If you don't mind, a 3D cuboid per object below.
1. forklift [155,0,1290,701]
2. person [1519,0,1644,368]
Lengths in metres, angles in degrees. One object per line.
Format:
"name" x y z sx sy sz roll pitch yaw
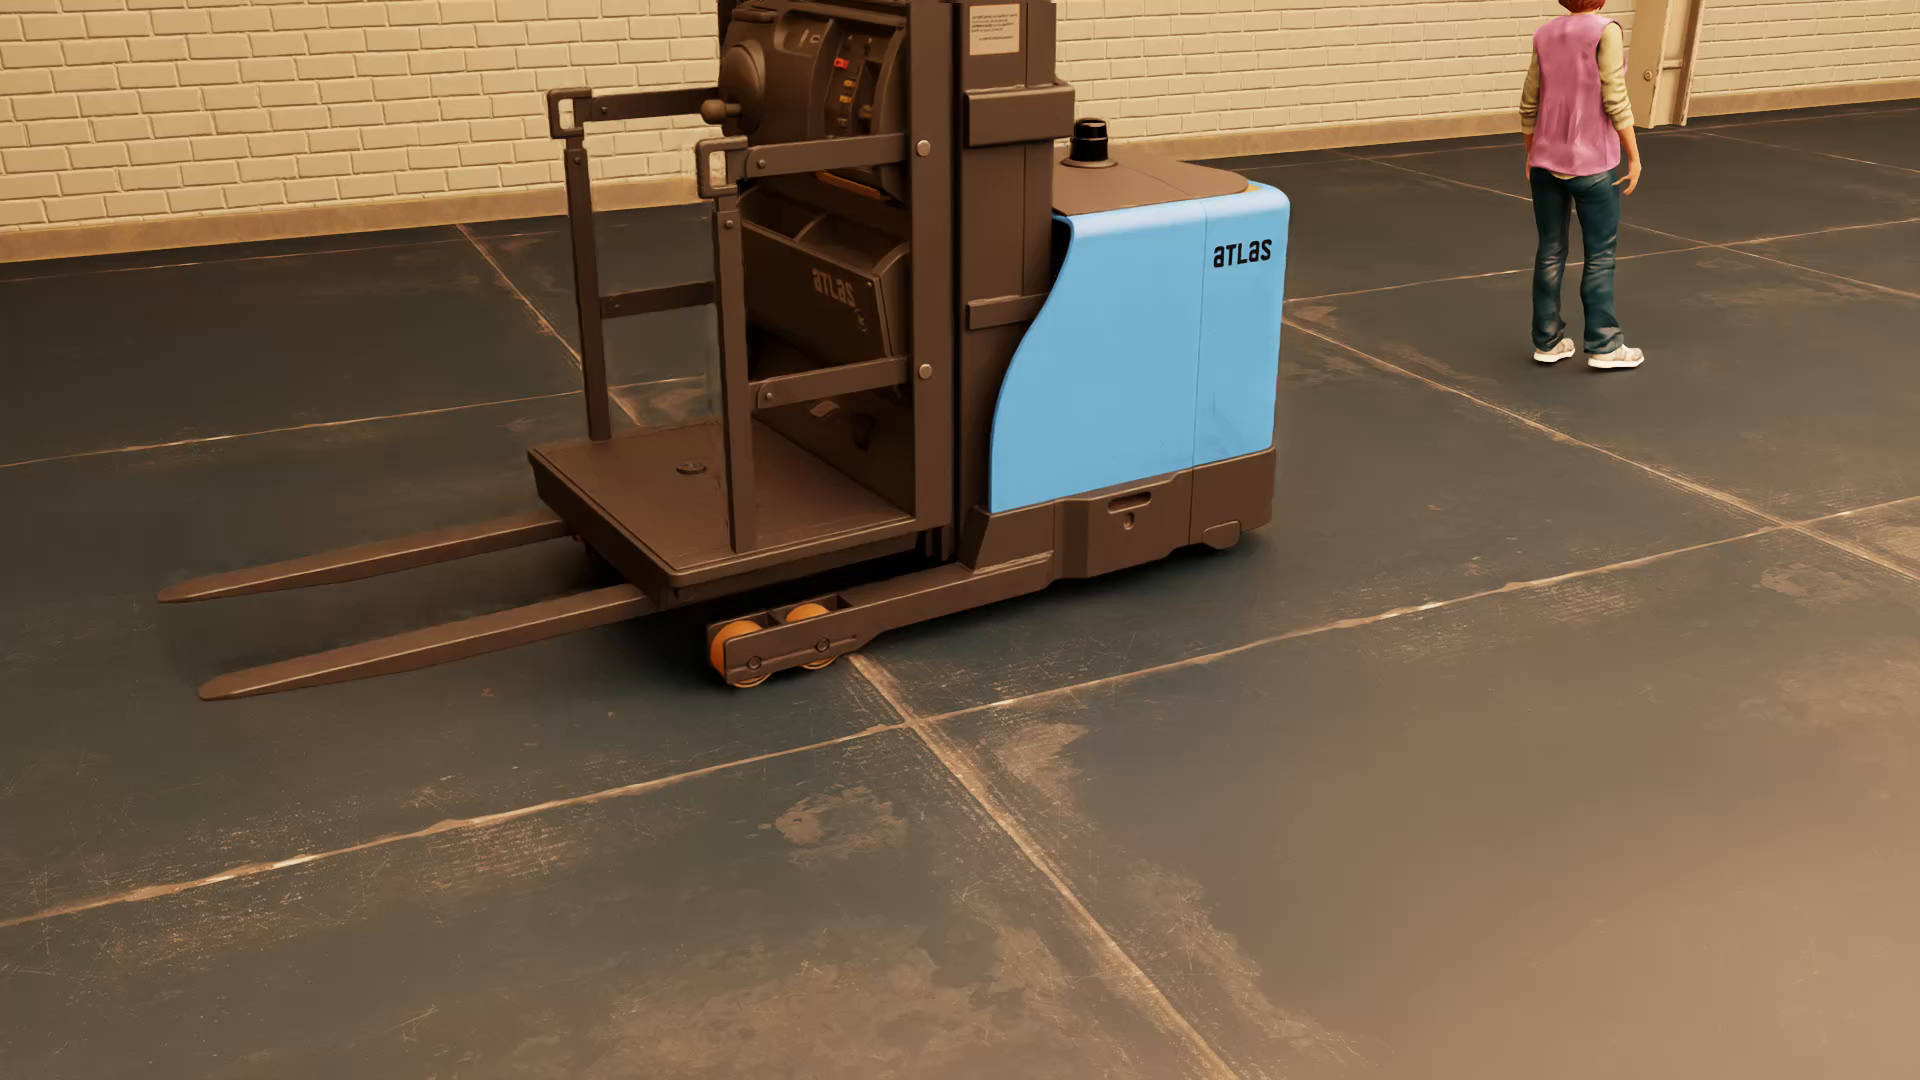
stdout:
"forklift" -0.571 -1.211 4.201 3.031 2.935 1.130 -13 26 -29
"person" 2.480 -1.441 6.594 0.475 1.506 0.520 -16 27 -33
